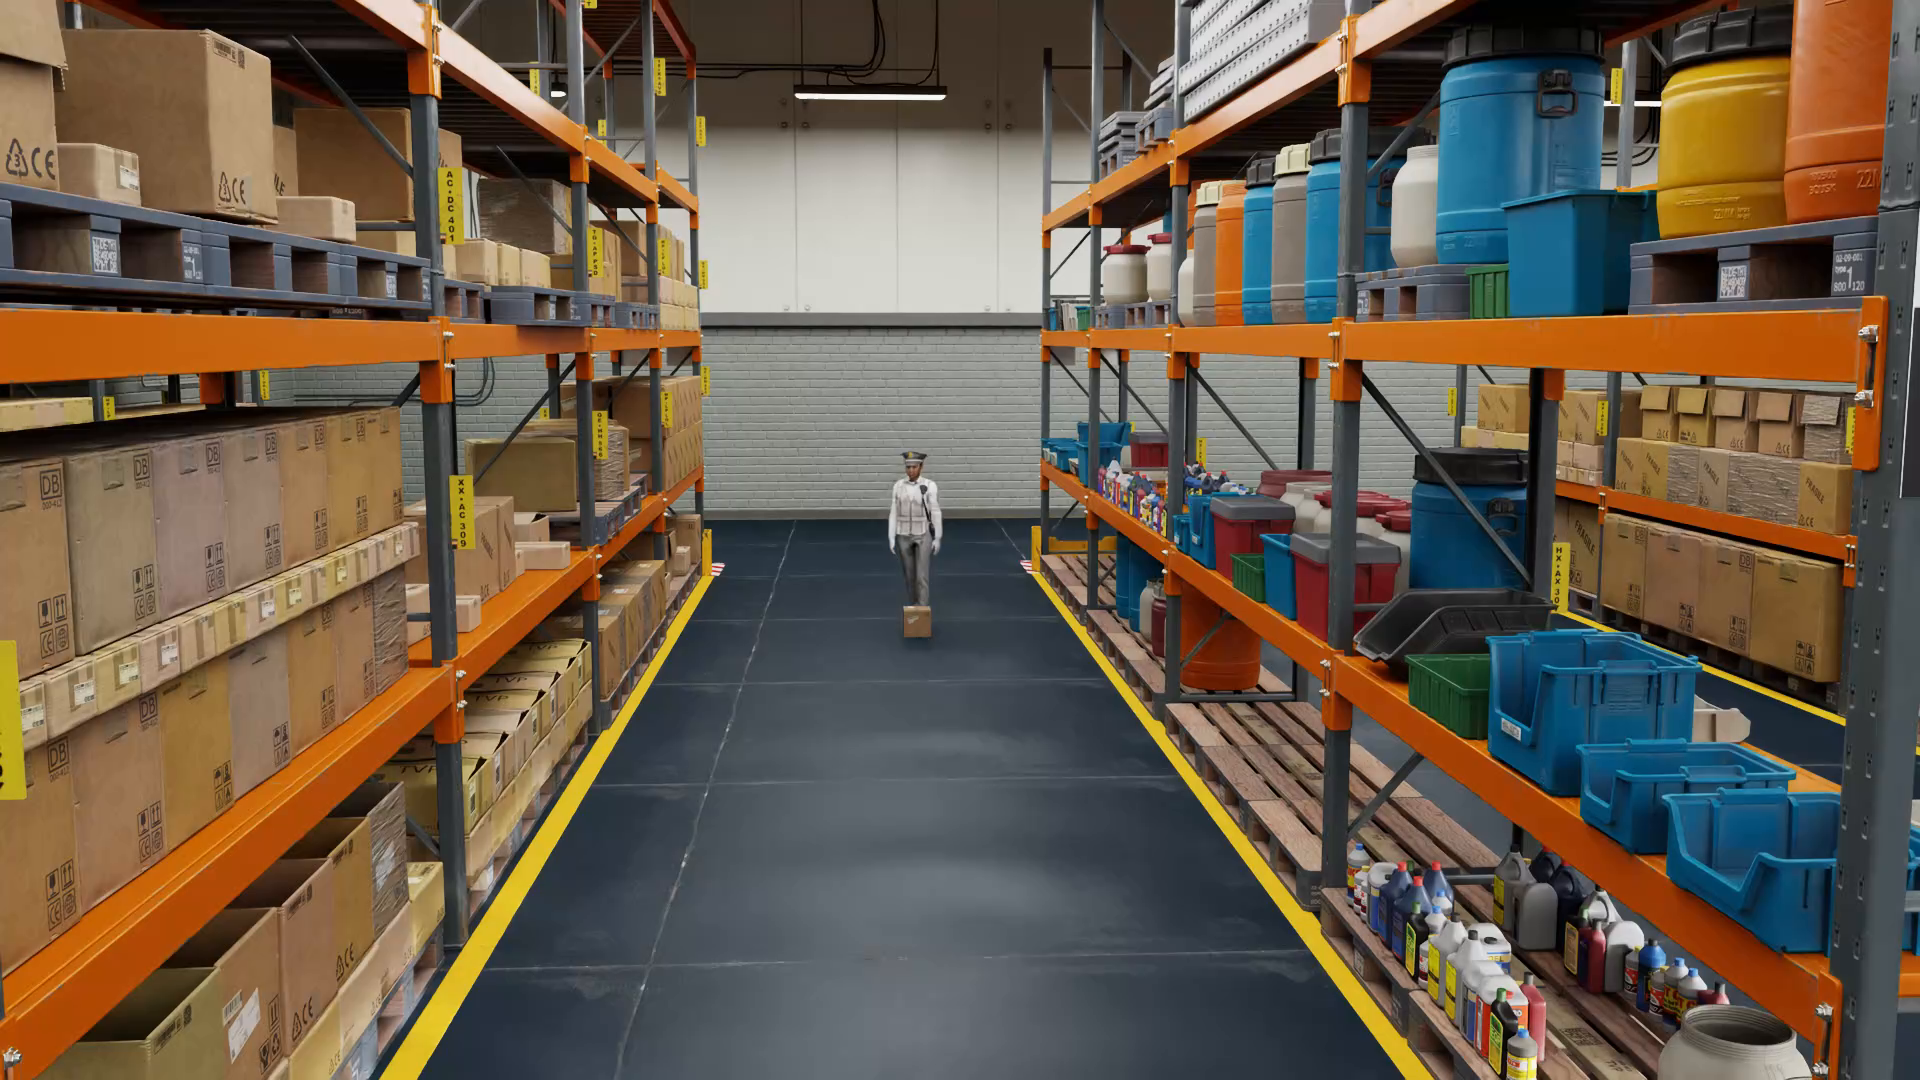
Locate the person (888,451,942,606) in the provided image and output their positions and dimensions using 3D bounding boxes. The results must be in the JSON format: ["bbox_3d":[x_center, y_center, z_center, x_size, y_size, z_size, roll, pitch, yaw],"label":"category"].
[{"bbox_3d":[-0.437,-0.009,15.739,0.500,1.672,0.634,2,7,14],"label":"person"}]
